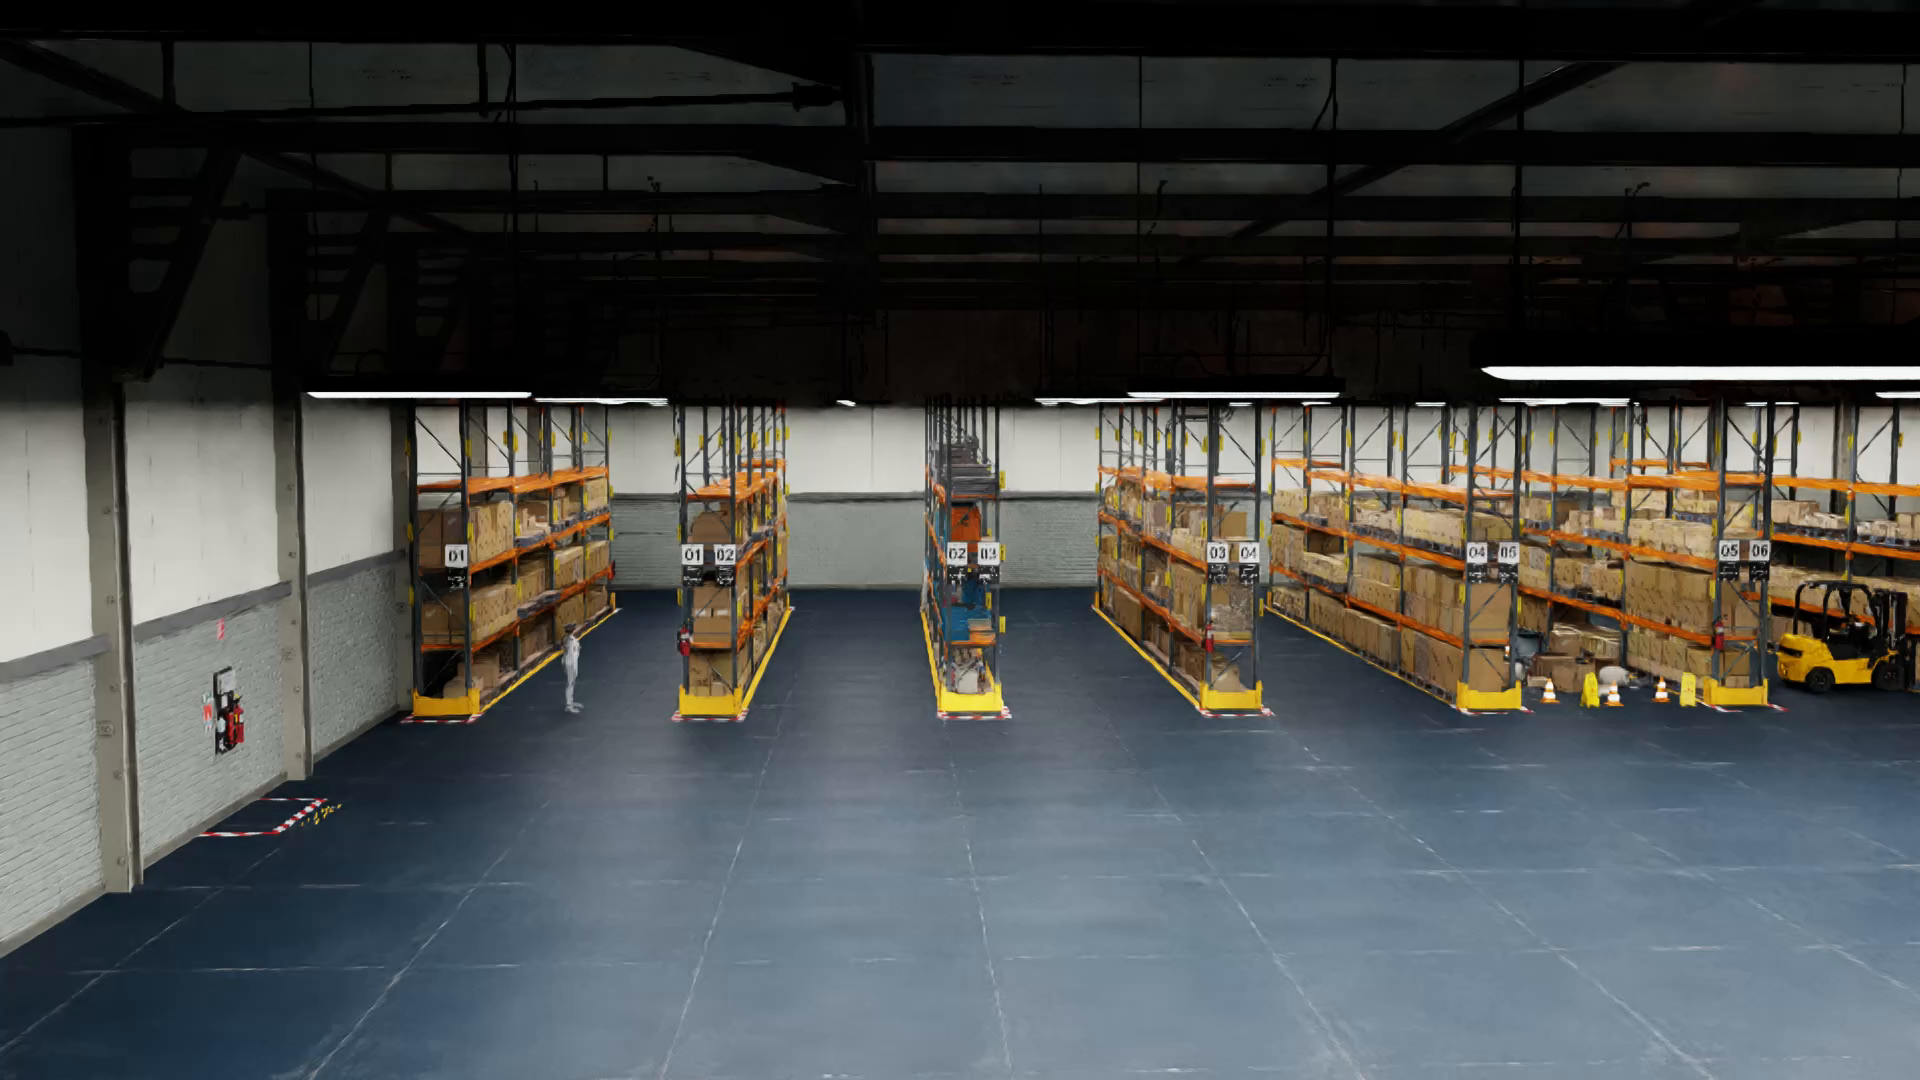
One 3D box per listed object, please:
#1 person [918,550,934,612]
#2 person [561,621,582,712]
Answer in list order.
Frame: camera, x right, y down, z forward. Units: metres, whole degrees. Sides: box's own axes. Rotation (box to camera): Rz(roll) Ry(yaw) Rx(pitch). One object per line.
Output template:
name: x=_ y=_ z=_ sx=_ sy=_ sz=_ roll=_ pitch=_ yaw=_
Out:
person: x=-0.782 y=1.130 z=46.324 sx=0.585 sy=1.720 sz=0.979 roll=2 pitch=5 yaw=19
person: x=-7.332 y=2.383 z=31.496 sx=0.431 sy=1.684 sz=0.555 roll=-3 pitch=5 yaw=-32
